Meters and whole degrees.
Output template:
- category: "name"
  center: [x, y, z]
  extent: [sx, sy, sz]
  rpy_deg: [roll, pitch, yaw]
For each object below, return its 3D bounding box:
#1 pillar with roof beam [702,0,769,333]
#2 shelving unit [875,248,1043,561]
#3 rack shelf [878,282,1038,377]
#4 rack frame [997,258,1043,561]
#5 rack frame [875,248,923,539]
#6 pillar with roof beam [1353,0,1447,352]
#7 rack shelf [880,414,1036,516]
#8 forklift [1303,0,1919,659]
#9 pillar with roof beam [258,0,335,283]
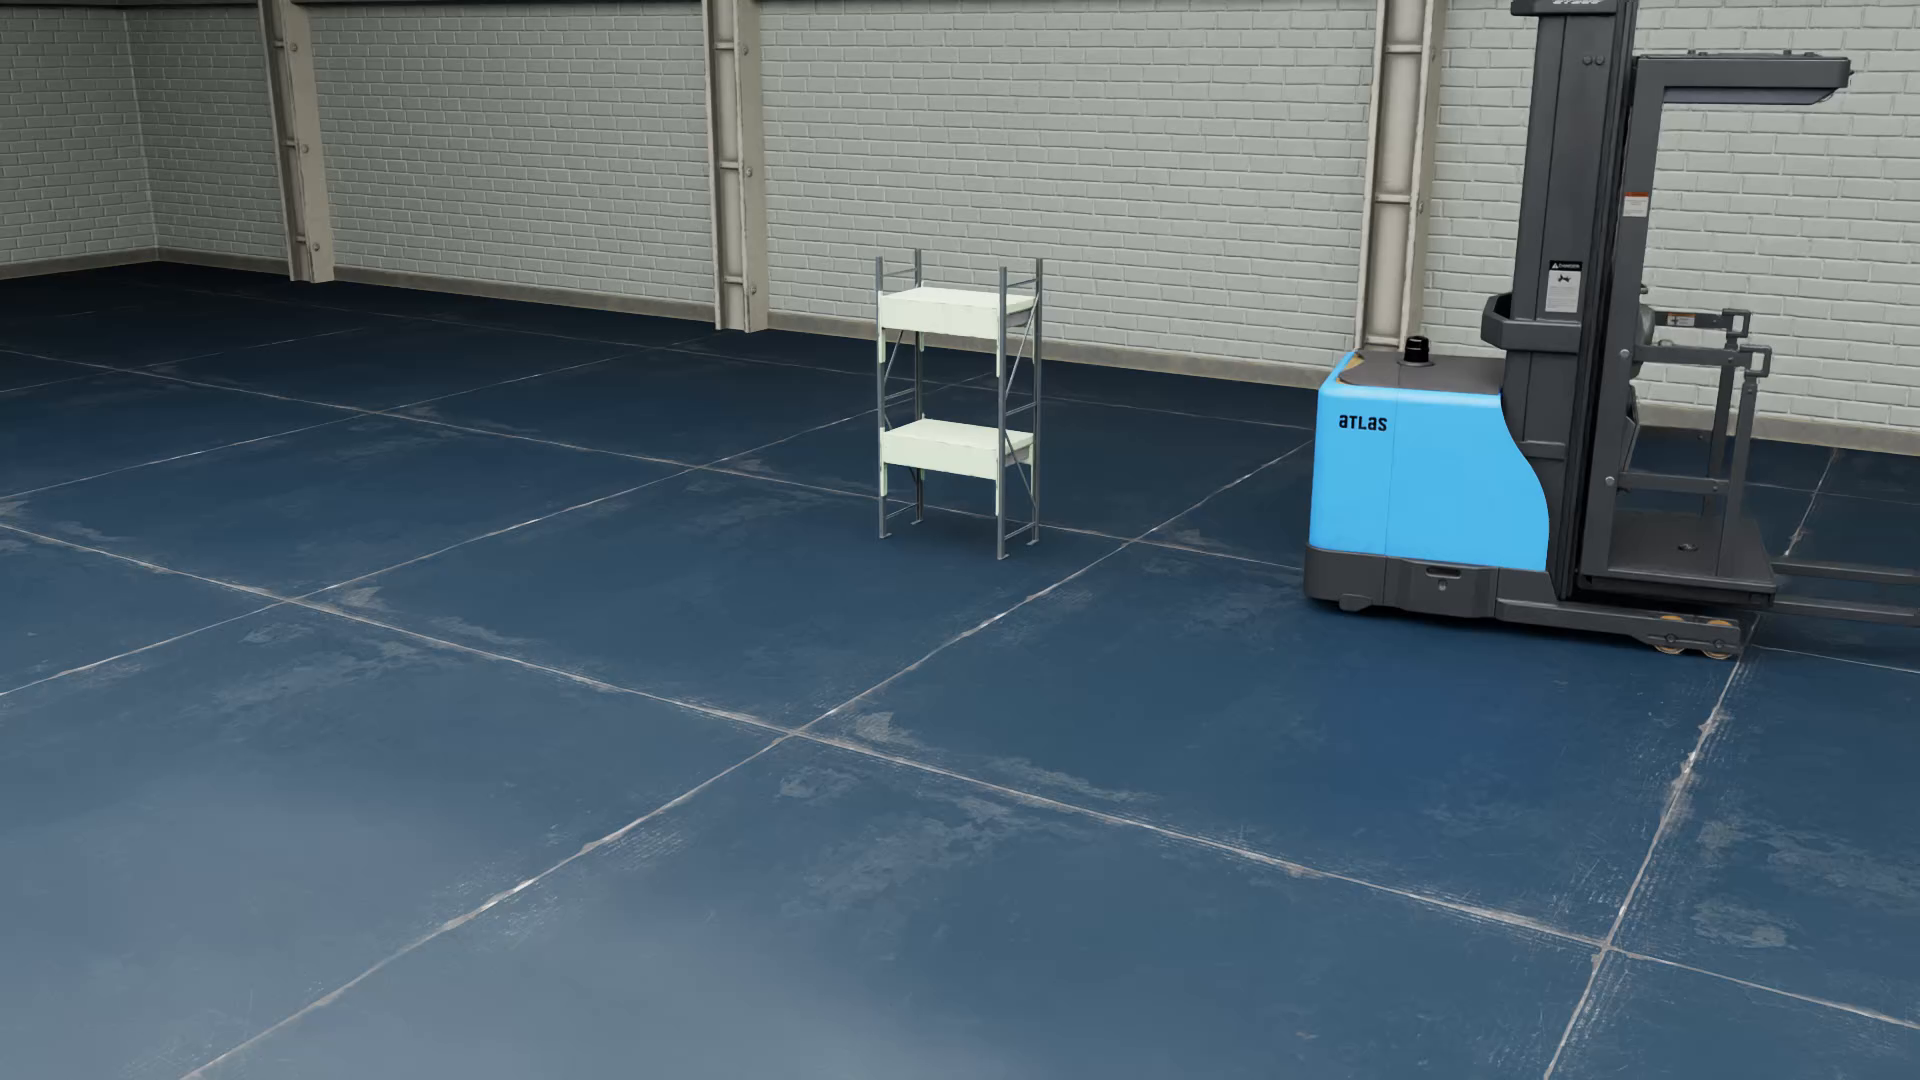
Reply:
- category: "pillar with roof beam"
  center: [-4.250, -5.184, 10.466]
  extent: [0.400, 9.000, 9.100]
  rpy_deg: [10, 20, 30]
- category: "shelving unit"
  center: [-0.006, -0.719, 8.667]
  extent: [0.755, 1.500, 0.431]
  rpy_deg: [10, 20, 30]
- category: "rack shelf"
  center: [-0.006, -1.092, 8.553]
  extent: [0.720, 0.370, 0.431]
  rpy_deg: [10, 20, 30]
- category: "rack frame"
  center: [0.306, -0.663, 8.483]
  extent: [0.023, 1.500, 0.400]
  rpy_deg: [10, 20, 30]
- category: "rack frame"
  center: [-0.318, -0.774, 8.850]
  extent: [0.023, 1.500, 0.400]
  rpy_deg: [10, 20, 30]
- category: "pillar with roof beam"
  center: [0.863, -4.272, 7.462]
  extent: [0.400, 9.000, 9.100]
  rpy_deg: [10, 20, 30]
- category: "rack shelf"
  center: [-0.006, -0.407, 8.761]
  extent: [0.720, 0.370, 0.431]
  rpy_deg: [10, 20, 30]
- category: "forklift"
  center: [3.188, -1.061, 7.332]
  extent: [3.031, 2.935, 1.130]
  rpy_deg: [6, 18, 19]
- category: "pillar with roof beam"
  center: [-9.363, -6.097, 13.471]
  extent: [0.400, 9.000, 9.100]
  rpy_deg: [10, 20, 30]
